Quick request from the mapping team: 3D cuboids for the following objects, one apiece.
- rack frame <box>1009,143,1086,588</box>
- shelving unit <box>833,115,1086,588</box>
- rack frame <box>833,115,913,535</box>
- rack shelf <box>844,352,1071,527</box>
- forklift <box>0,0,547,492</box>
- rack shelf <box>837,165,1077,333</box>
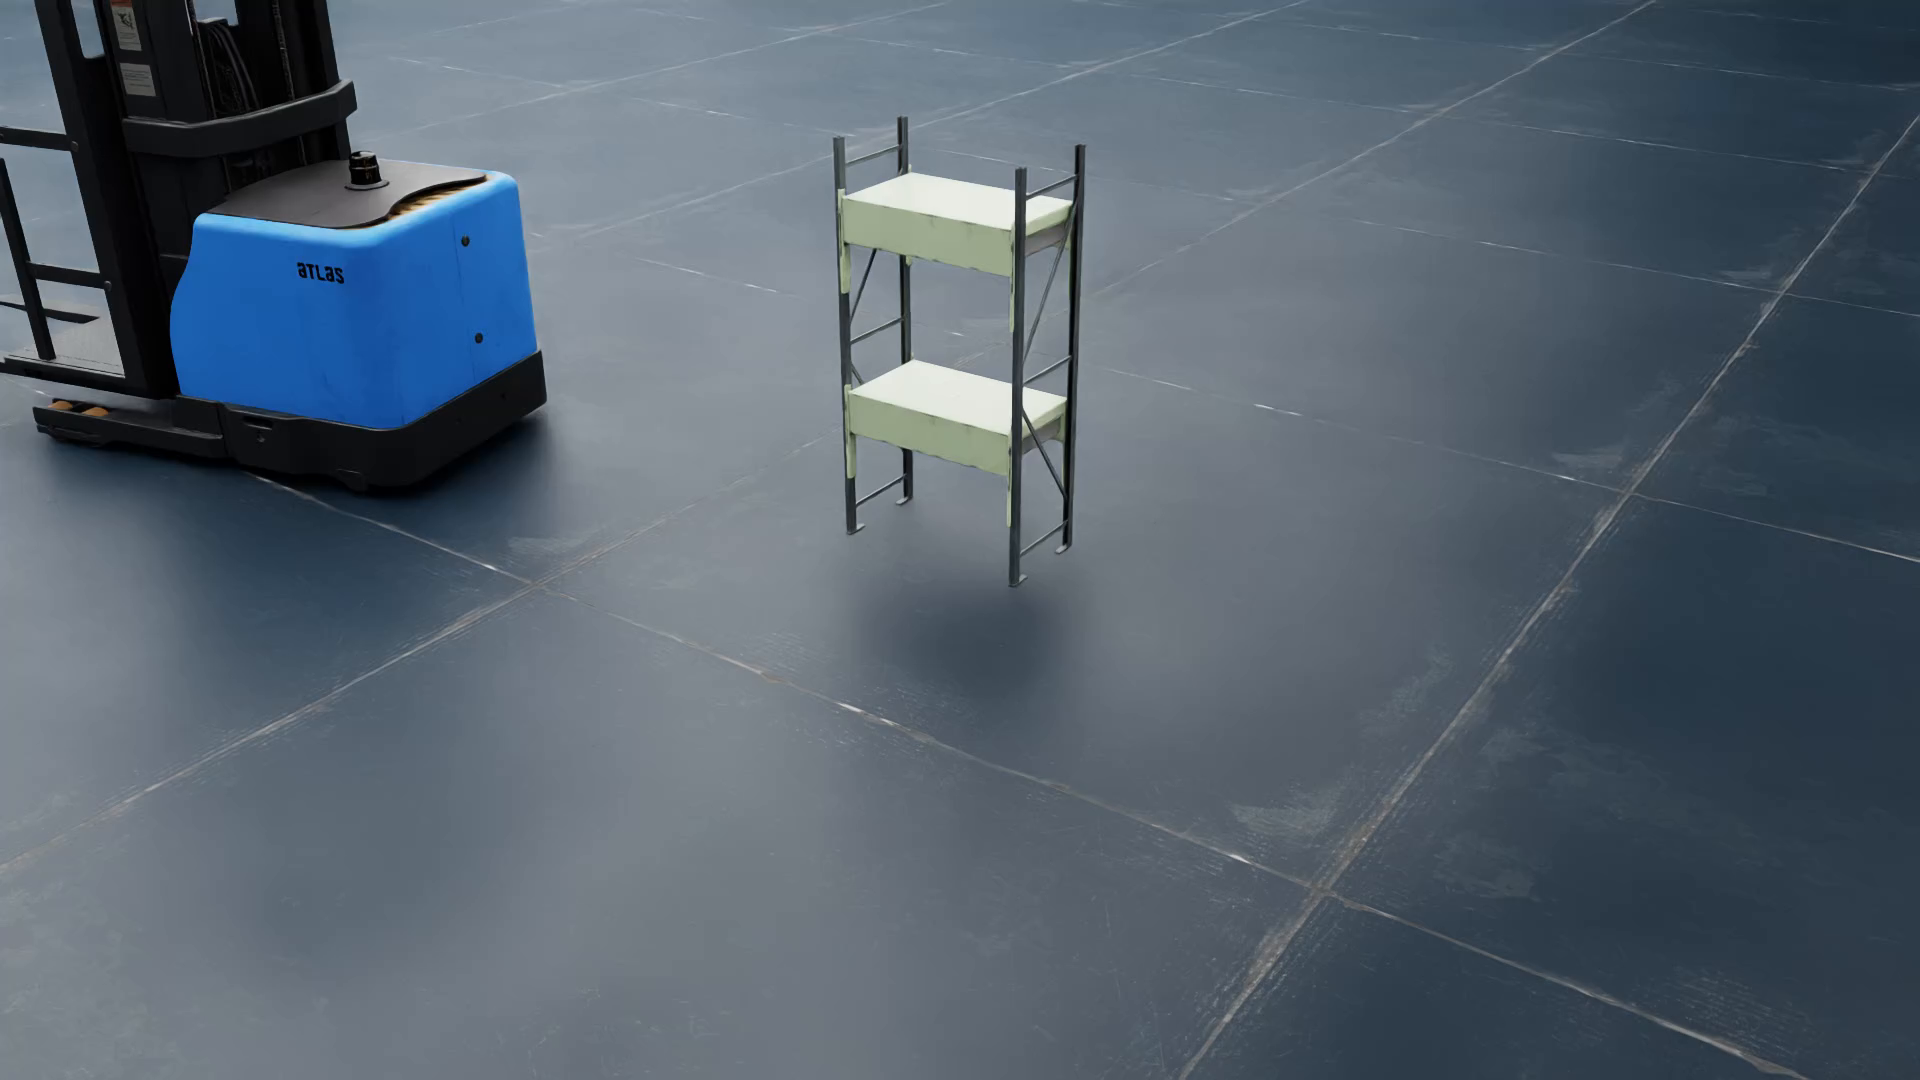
[{"bbox_3d":[0.296,-0.576,5.729,0.023,1.500,0.400,17,32,30],"label":"rack frame"},{"bbox_3d":[-0.006,-0.670,5.913,0.755,1.500,0.431,17,32,30],"label":"shelving unit"},{"bbox_3d":[-0.307,-0.764,6.098,0.023,1.500,0.400,17,32,30],"label":"rack frame"},{"bbox_3d":[-0.006,-0.380,6.061,0.720,0.370,0.431,17,32,30],"label":"rack shelf"},{"bbox_3d":[-3.381,-1.907,6.765,3.031,2.935,1.130,10,29,19],"label":"forklift"},{"bbox_3d":[-0.006,-1.018,5.736,0.720,0.370,0.431,17,32,30],"label":"rack shelf"}]
